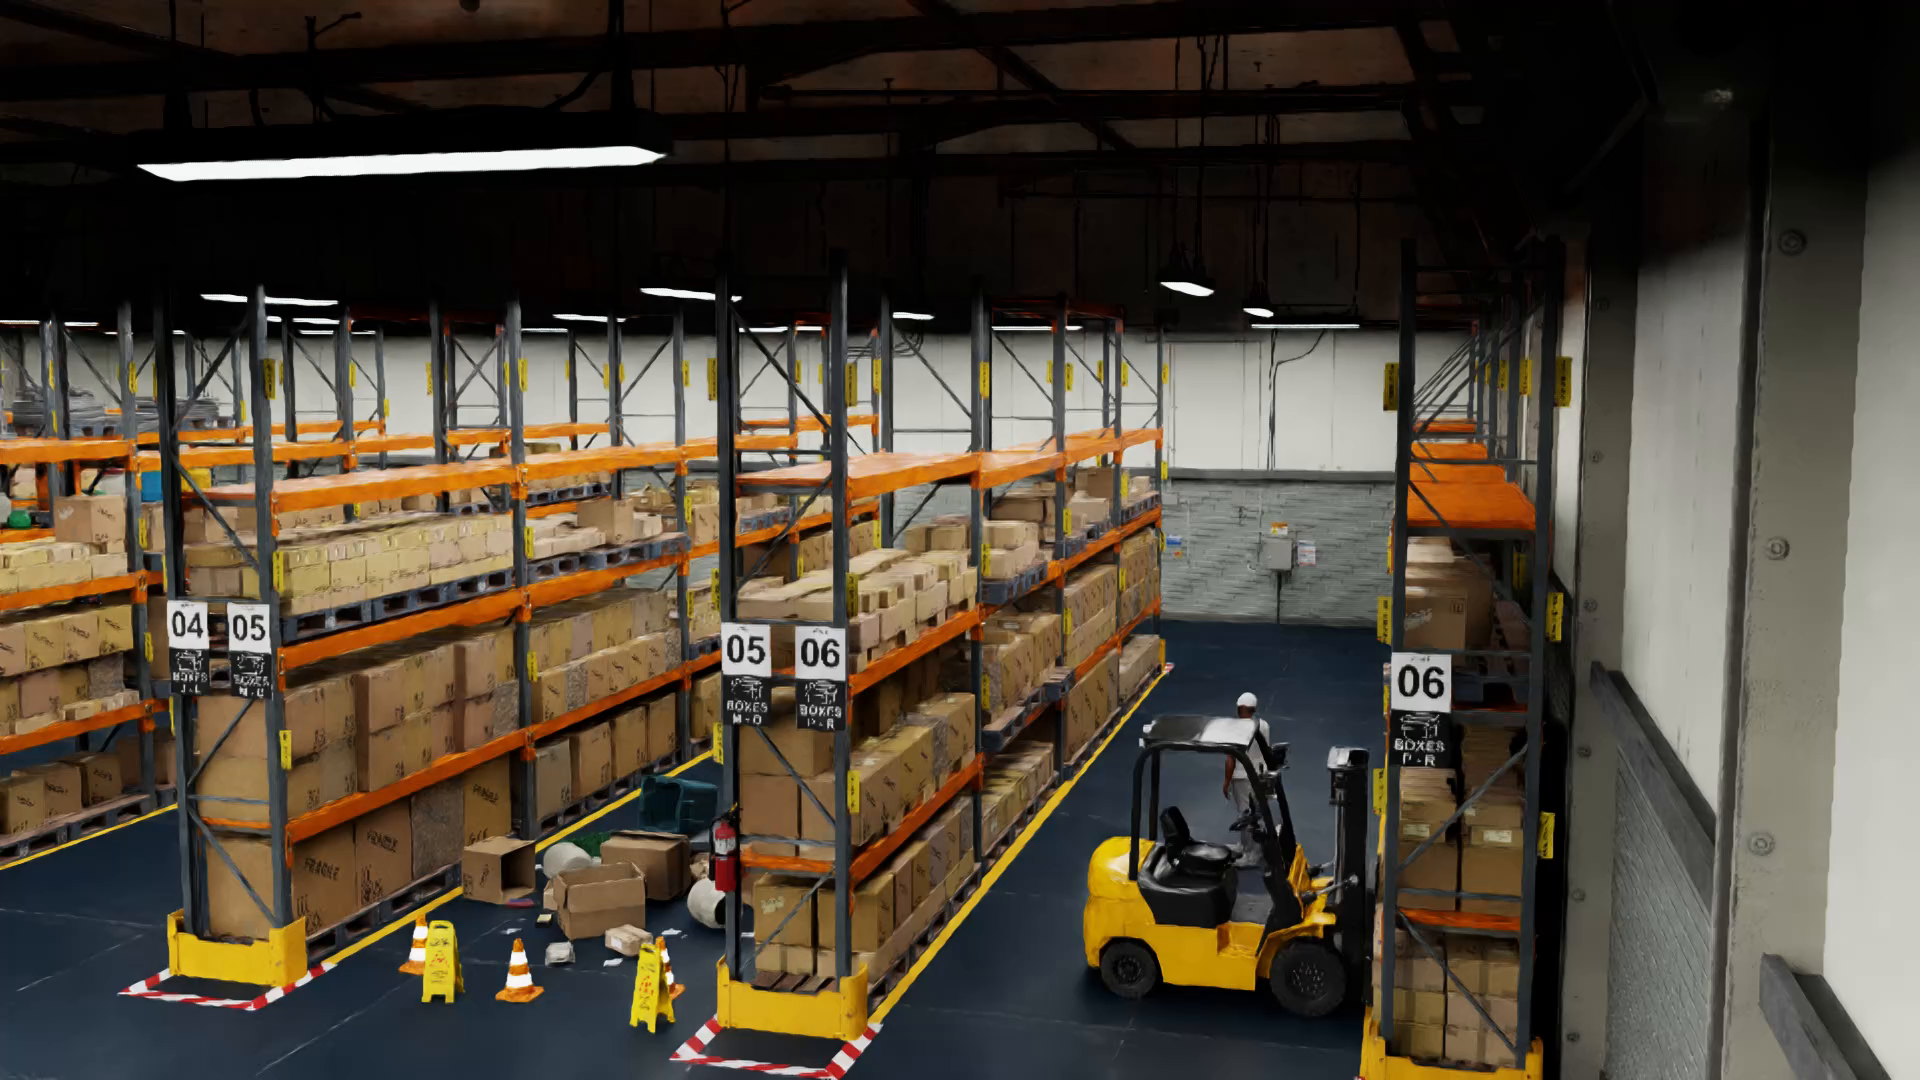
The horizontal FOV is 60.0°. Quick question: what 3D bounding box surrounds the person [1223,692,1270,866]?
[{"bbox_3d":[2.956,2.449,17.290,0.574,1.764,0.669,6,8,42],"label":"person"}]
